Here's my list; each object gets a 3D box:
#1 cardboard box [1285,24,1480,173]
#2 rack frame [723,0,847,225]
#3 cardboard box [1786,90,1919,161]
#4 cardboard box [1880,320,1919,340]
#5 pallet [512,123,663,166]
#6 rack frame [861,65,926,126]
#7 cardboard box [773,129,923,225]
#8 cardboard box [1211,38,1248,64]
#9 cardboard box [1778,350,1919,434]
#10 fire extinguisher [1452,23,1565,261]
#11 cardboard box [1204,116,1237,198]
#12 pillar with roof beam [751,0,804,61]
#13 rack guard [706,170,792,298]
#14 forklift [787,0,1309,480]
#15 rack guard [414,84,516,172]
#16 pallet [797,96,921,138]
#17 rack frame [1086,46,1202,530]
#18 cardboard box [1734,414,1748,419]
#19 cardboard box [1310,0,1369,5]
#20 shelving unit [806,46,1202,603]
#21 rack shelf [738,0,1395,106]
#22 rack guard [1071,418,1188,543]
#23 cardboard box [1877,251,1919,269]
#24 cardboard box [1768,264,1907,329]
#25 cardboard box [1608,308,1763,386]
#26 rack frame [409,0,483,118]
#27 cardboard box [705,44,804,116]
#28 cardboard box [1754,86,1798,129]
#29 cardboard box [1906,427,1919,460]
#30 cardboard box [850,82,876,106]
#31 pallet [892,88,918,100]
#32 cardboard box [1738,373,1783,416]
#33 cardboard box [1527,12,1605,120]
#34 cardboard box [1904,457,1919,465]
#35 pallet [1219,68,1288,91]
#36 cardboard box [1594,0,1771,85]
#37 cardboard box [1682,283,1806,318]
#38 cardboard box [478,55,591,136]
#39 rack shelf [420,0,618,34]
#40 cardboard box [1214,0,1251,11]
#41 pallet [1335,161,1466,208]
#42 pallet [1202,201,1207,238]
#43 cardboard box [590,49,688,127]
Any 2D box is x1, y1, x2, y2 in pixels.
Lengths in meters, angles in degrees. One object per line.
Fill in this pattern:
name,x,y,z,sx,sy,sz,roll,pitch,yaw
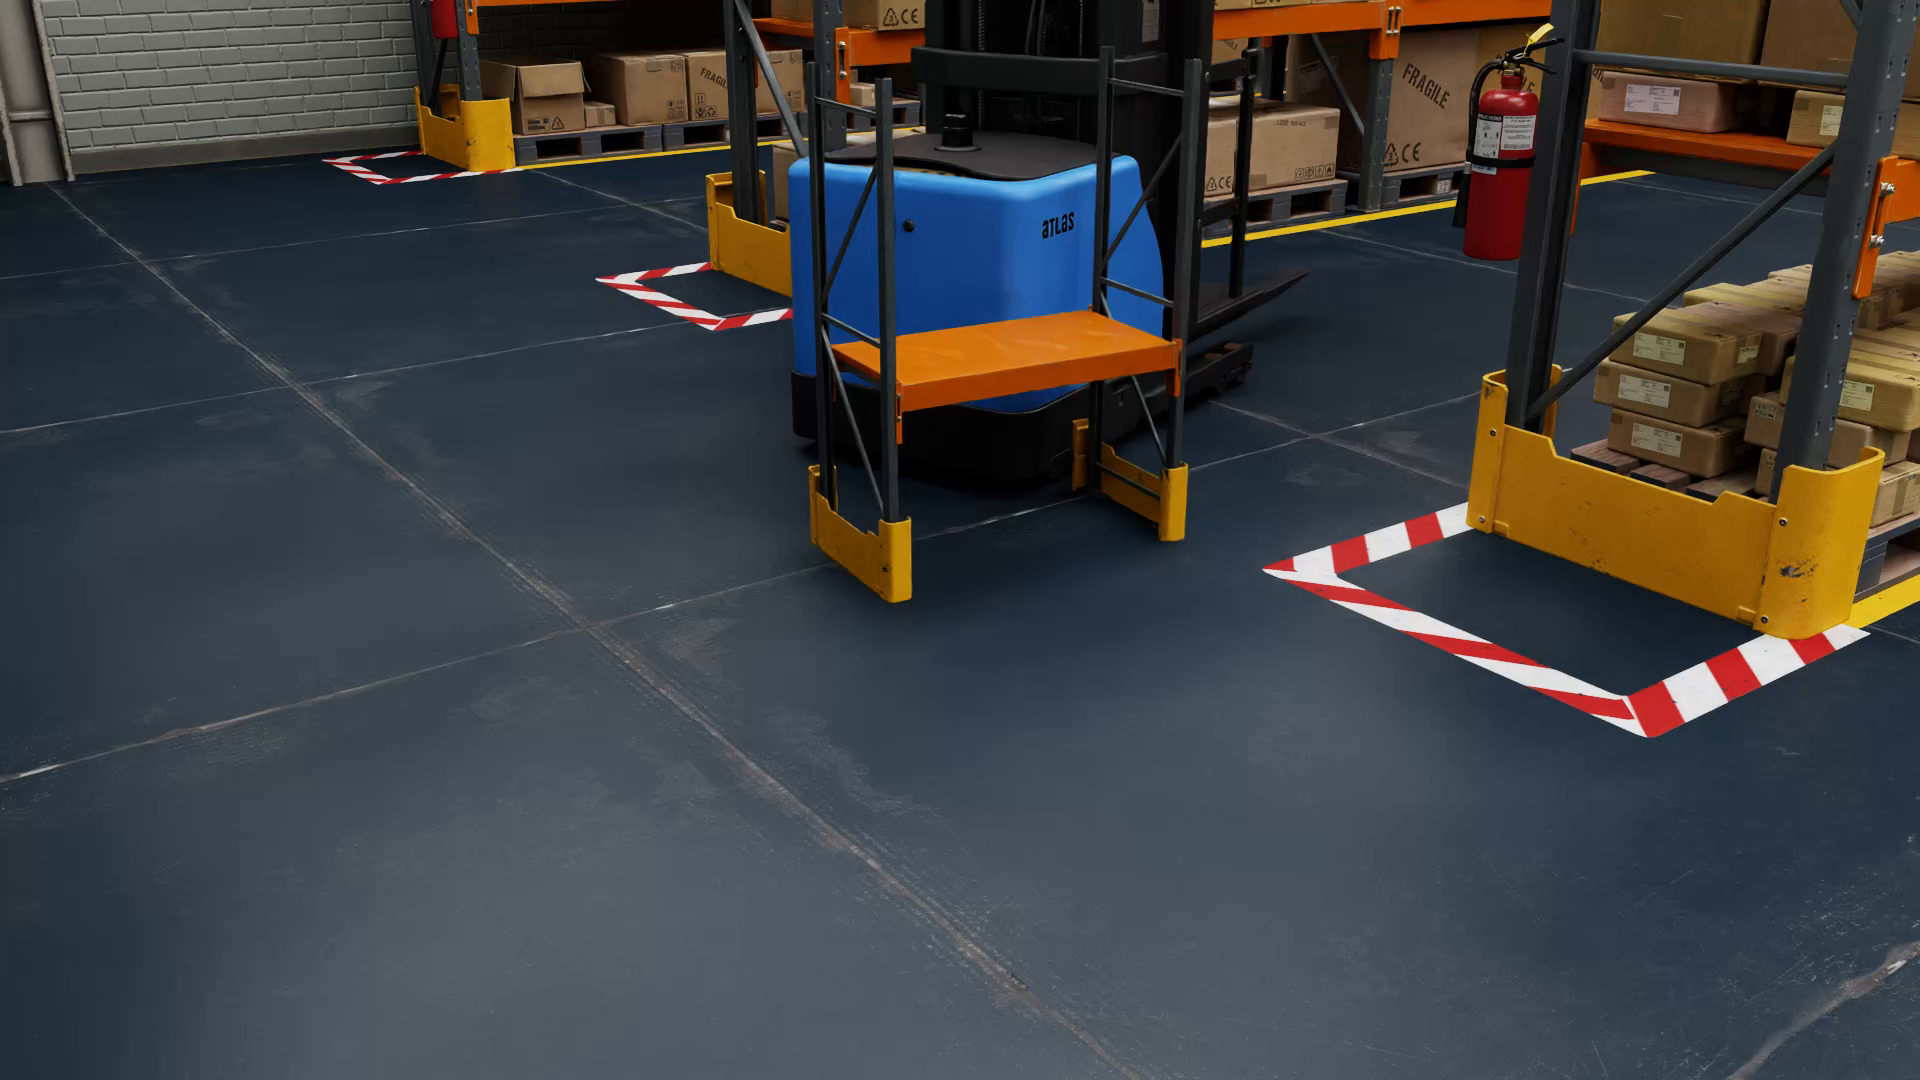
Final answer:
cardboard box,2.808,-2.996,11.158,0.875,0.875,0.875,-14,26,-31
rack frame,-0.896,-2.764,8.276,0.127,3.000,1.000,-15,26,-33
cardboard box,2.531,-1.152,4.574,0.250,0.149,0.380,-15,26,-33
cardboard box,3.134,-0.567,5.248,0.250,0.149,0.380,-15,26,-33
pallet,-3.089,-3.151,13.008,1.213,0.211,1.003,-15,26,-33
rack frame,-0.551,-5.122,14.186,0.127,3.000,1.000,-15,26,-33
cardboard box,-0.419,-1.942,9.107,0.875,0.438,0.875,-16,27,-35
cardboard box,2.478,-4.866,16.350,0.500,0.500,0.500,-14,26,-31
cardboard box,2.701,-0.455,4.967,0.250,0.149,0.380,-16,27,-35
fire extinguisher,1.603,-1.172,4.894,0.183,0.674,0.296,-15,26,-33
cardboard box,1.052,-2.337,10.097,0.875,0.438,0.875,-16,27,-34
pillar with roof beam,0.872,-6.734,10.130,0.400,9.000,9.100,-15,26,-33
rack guard,-0.915,-1.598,8.726,0.348,0.500,1.175,-15,26,-33
forklift,0.595,-2.061,6.606,1.130,2.935,3.031,13,25,30
rack guard,-3.736,-3.112,12.521,0.348,0.500,1.175,-15,26,-33
pallet,-1.109,-3.679,14.331,1.213,0.211,1.003,-15,26,-33
rack frame,0.577,-0.791,5.355,0.032,1.500,0.500,-12,24,-27
cardboard box,2.532,-0.431,5.708,0.250,0.149,0.380,-14,26,-31
cardboard box,2.124,-3.499,9.983,0.500,0.500,0.500,-15,26,-32
shelving unit,0.124,-0.699,5.124,1.083,1.500,0.587,-12,24,-27
rack shelf,0.728,-2.863,9.494,4.000,0.370,1.077,-15,26,-33
rack guard,0.560,-0.207,5.578,0.087,0.250,0.587,-12,24,-27
cardboard box,3.640,-0.967,6.250,0.250,0.149,0.380,-15,26,-33
cardboard box,3.165,-0.878,6.027,0.250,0.149,0.380,-14,26,-31
cardboard box,2.359,-0.635,5.417,0.250,0.149,0.380,-15,26,-32
rack frame,-3.798,-4.257,12.016,0.127,3.000,1.000,-15,26,-33
cardboard box,-1.687,-3.793,13.660,0.500,0.500,0.700,-16,27,-35
cardboard box,2.400,-1.378,5.142,0.250,0.149,0.380,-15,26,-33
cardboard box,2.908,-0.384,5.191,0.250,0.149,0.380,-15,26,-33
cardboard box,-0.832,-3.784,14.113,0.250,0.149,0.380,-16,27,-34
pallet,0.087,-4.015,15.173,1.213,0.211,1.003,-15,26,-33
cardboard box,2.582,-0.546,5.597,0.250,0.149,0.380,-16,27,-34
cardboard box,4.262,-3.388,12.139,0.875,0.875,0.875,-15,26,-32
cardboard box,2.854,-0.266,5.296,0.250,0.149,0.380,-15,26,-33
pallet,3.387,-4.860,17.290,1.213,0.211,1.003,-15,26,-33
cardboard box,2.292,-1.656,4.963,0.500,0.500,0.500,-14,26,-32
cardboard box,2.732,-0.766,5.747,0.250,0.149,0.380,-16,27,-34
cardboard box,-3.246,-3.396,12.662,0.637,0.503,0.797,-16,27,-35
rack shelf,-2.174,-4.355,13.235,4.000,0.370,1.077,-15,26,-33
cardboard box,1.310,-3.273,9.416,0.500,0.500,0.500,-15,26,-34
pallet,2.933,-2.525,11.438,1.213,0.211,1.003,-15,26,-33
pallet,0.697,-1.928,9.944,1.213,0.211,1.003,-15,26,-33
cardboard box,-2.529,-3.568,13.097,0.500,0.500,0.700,-14,26,-31
